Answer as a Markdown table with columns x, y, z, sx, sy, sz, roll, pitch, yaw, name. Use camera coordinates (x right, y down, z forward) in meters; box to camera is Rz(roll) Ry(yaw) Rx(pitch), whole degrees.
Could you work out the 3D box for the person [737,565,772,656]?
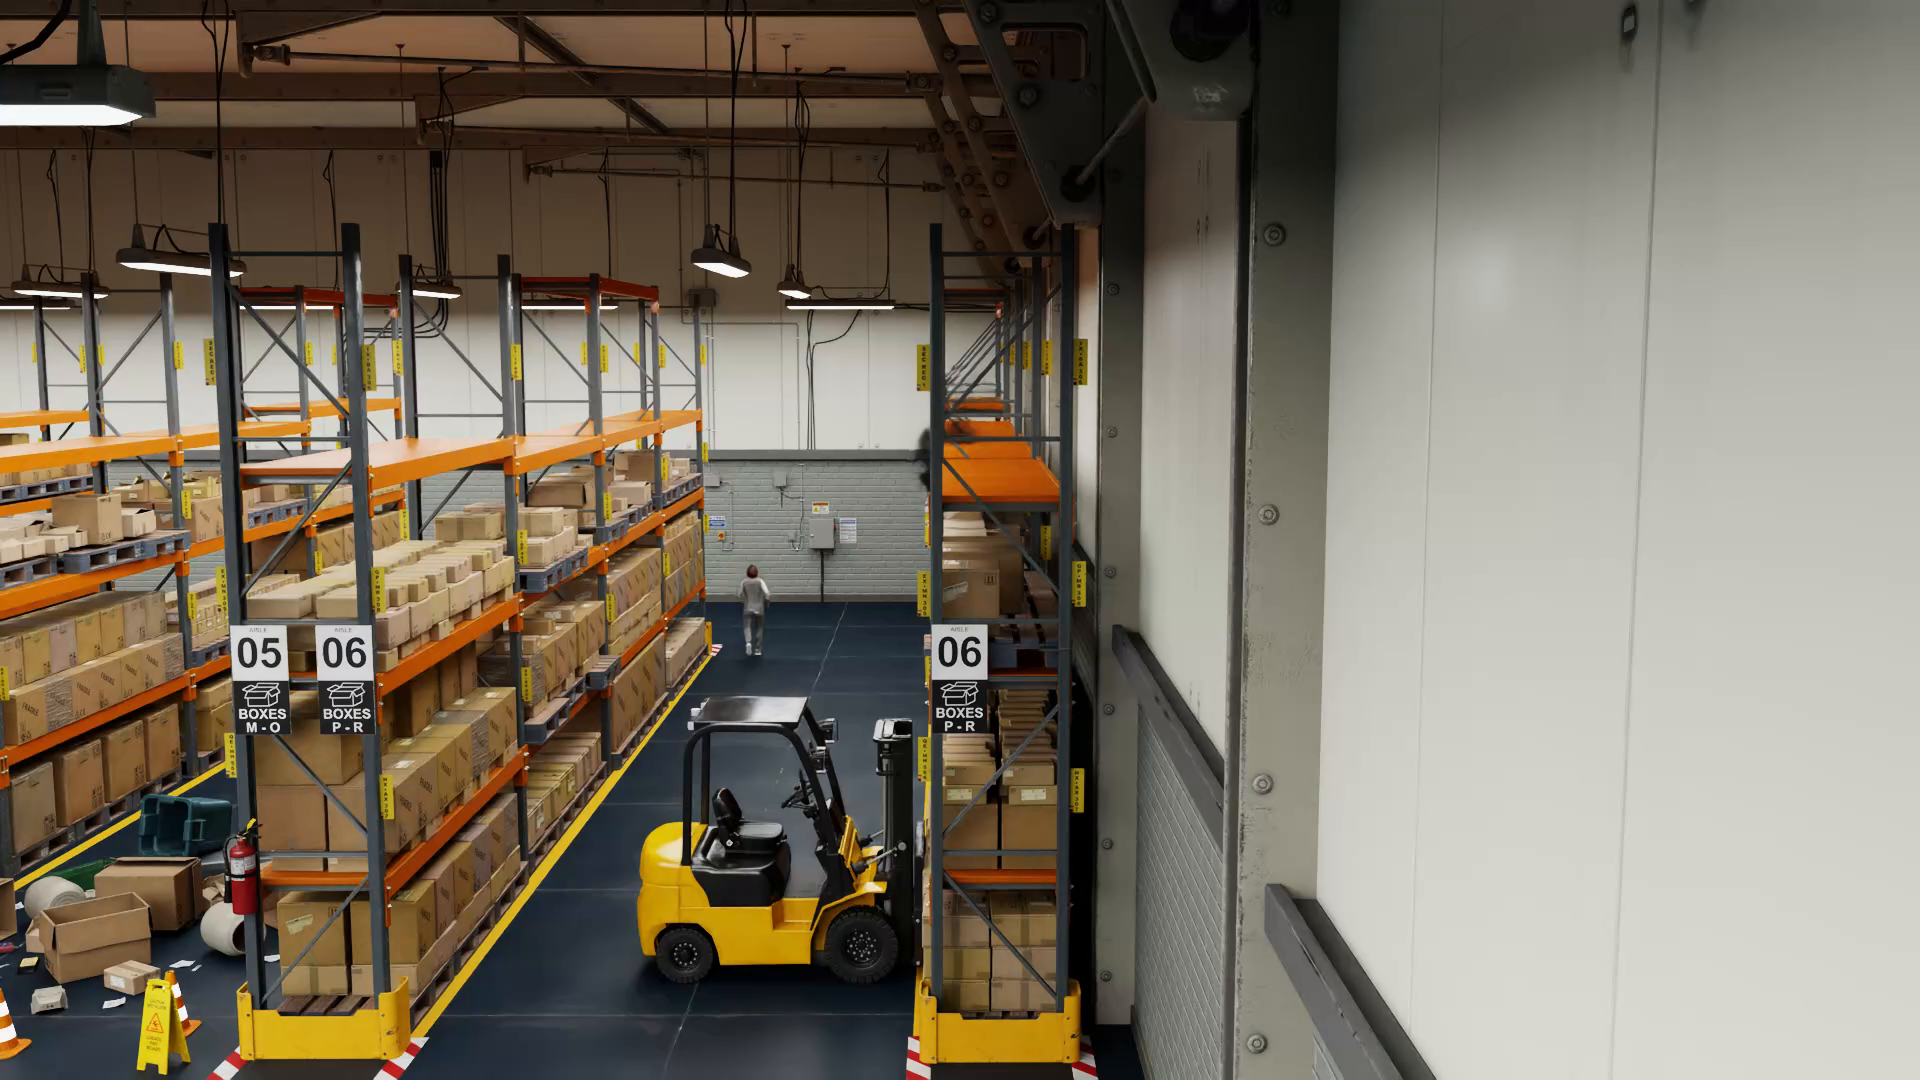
| x | y | z | sx | sy | sz | roll | pitch | yaw | name |
| --- | --- | --- | --- | --- | --- | --- | --- | --- | --- |
| -3.403 | 1.181 | 27.591 | 0.580 | 1.562 | 0.745 | 0 | 7 | -2 | person |
